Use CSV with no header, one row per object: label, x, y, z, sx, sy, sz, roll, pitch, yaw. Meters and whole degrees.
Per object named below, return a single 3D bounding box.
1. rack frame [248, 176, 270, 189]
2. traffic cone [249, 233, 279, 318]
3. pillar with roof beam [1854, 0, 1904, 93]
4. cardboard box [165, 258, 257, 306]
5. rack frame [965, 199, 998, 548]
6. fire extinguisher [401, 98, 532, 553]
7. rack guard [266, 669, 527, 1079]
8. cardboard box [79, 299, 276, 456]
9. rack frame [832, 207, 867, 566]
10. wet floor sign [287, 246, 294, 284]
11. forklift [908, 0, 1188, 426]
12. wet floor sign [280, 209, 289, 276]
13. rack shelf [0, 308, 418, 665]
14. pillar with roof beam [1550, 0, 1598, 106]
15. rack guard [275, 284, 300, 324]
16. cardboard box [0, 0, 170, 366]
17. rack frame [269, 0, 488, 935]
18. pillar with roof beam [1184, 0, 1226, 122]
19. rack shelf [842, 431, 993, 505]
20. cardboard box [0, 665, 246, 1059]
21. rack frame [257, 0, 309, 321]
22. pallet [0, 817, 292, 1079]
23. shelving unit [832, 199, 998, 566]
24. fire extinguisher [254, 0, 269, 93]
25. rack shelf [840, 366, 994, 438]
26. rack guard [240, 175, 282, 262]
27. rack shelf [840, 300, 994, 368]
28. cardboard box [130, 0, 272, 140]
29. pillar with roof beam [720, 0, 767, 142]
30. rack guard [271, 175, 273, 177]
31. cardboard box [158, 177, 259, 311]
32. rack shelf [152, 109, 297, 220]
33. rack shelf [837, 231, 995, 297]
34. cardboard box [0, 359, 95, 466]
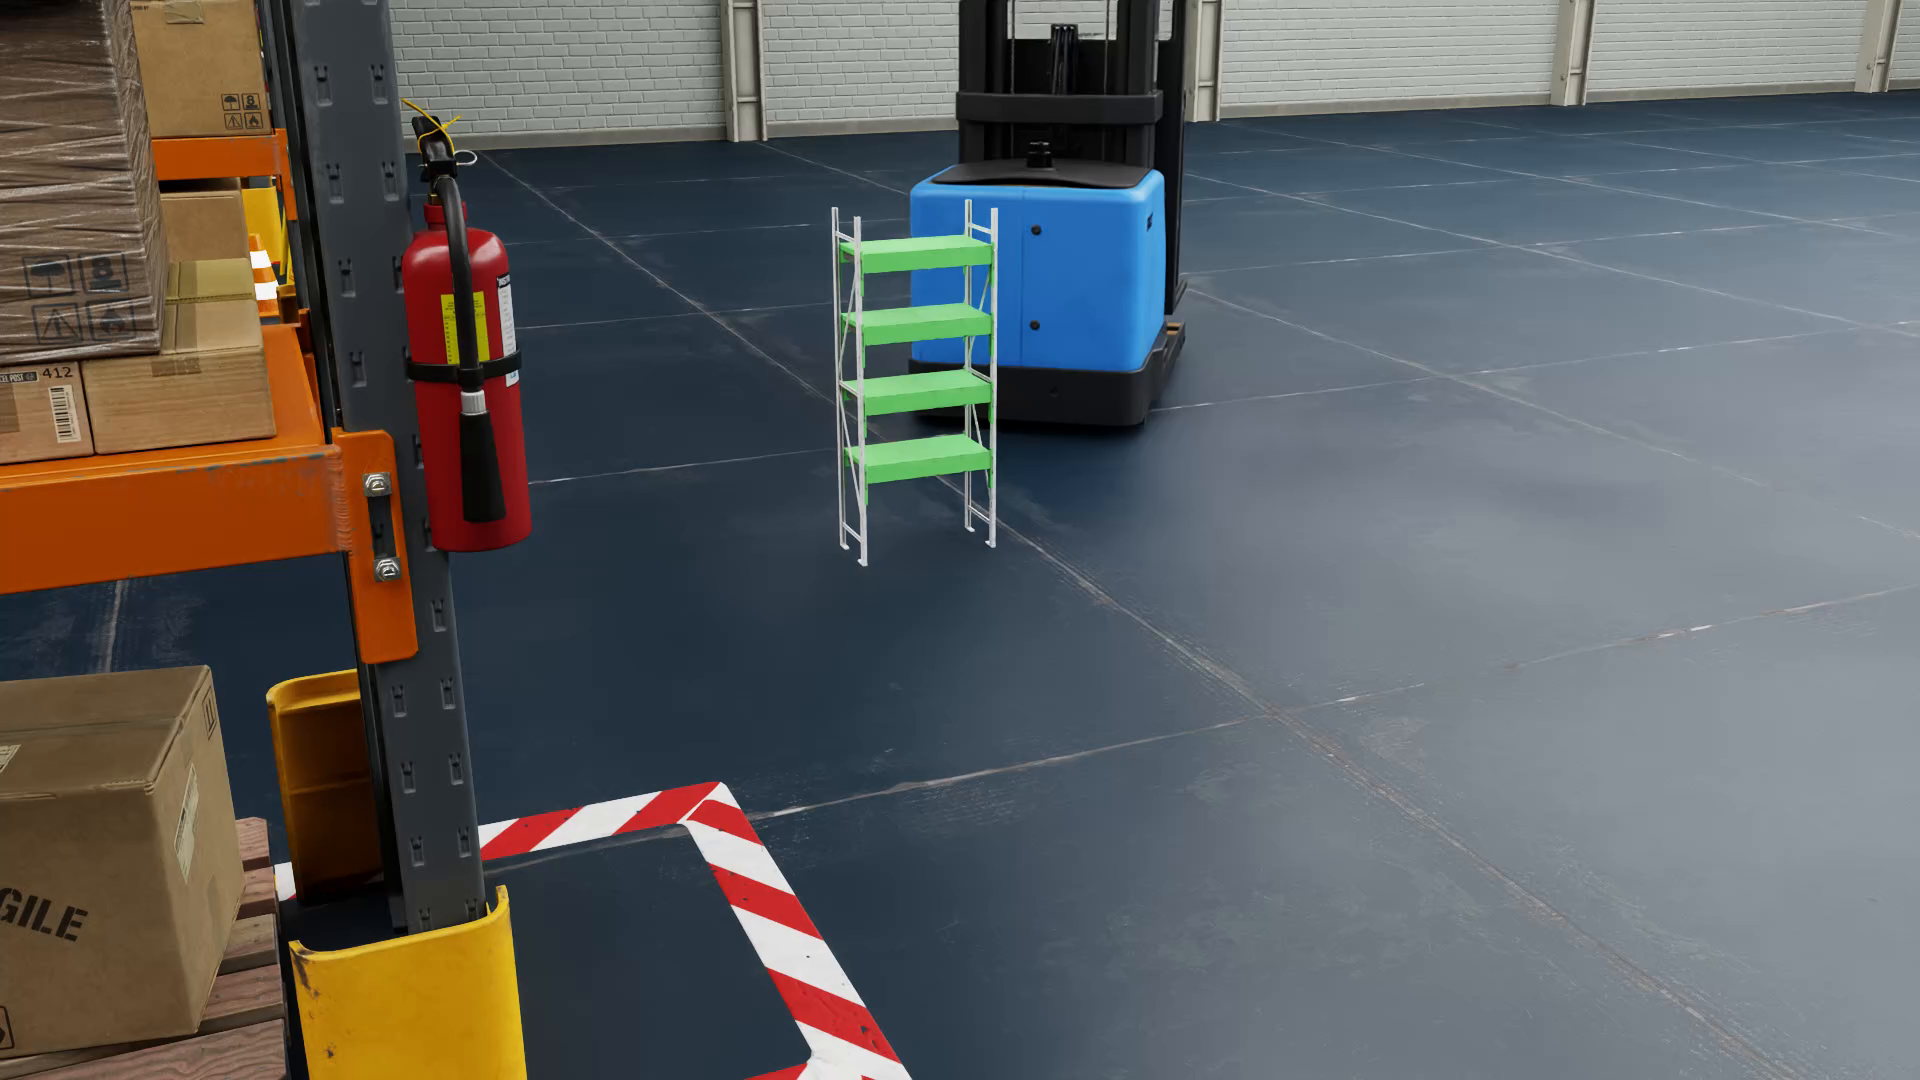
rack frame,-4.981,-3.508,11.467,0.127,3.000,1.000,-8,21,-22
traffic cone,-4.113,-1.567,9.776,0.334,0.463,0.336,-8,21,-22
pillar with roof beam,15.795,-9.878,20.527,0.400,9.000,9.100,-8,21,-22
cardboard box,-1.412,-0.402,3.026,0.250,0.149,0.380,-8,21,-22
rack frame,0.072,-0.576,5.852,0.015,1.200,0.240,-8,21,-22
fire extinguisher,-0.768,-0.324,2.541,0.183,0.674,0.296,-8,21,-22
rack guard,-1.126,0.704,3.271,0.348,0.500,1.175,-8,21,-22
cardboard box,-1.236,-0.267,2.641,0.250,0.149,0.380,-8,21,-22
rack frame,-0.376,-0.512,5.670,0.015,1.200,0.240,-8,21,-22
wet floor sign,-3.686,-1.508,9.335,0.232,0.644,0.267,-12,23,-31
forklift,0.587,-2.328,8.219,1.130,2.935,3.031,4,20,12
wet floor sign,-4.383,-2.096,11.003,0.232,0.644,0.267,-1,19,-3
rack shelf,-2.892,0.117,2.257,4.000,0.370,1.077,-8,21,-22
pillar with roof beam,10.286,-9.089,18.286,0.400,9.000,9.100,-8,21,-22
rack guard,-2.906,-0.835,7.642,0.348,0.500,1.175,-8,21,-22
cardboard box,-1.572,-0.609,2.637,0.500,0.500,0.875,-8,21,-22
rack frame,-1.056,-0.486,2.884,0.127,3.000,1.000,-8,21,-22
pillar with roof beam,4.776,-8.300,16.044,0.400,9.000,9.100,-8,21,-22
rack shelf,-0.152,-0.258,5.862,0.480,0.148,0.258,-8,21,-22
cardboard box,-1.636,0.572,3.011,0.500,0.500,0.500,-4,20,-12
rack frame,-2.928,-2.011,7.218,0.127,3.000,1.000,-8,21,-22
pallet,-1.886,0.936,3.046,1.213,0.211,1.003,-8,21,-22
shelving unit,-0.152,-0.544,5.761,0.503,1.200,0.258,-8,21,-22
fire extinguisher,-4.694,-3.346,11.124,0.183,0.674,0.296,-8,21,-22
rack shelf,-0.152,-0.484,5.782,0.480,0.148,0.258,-8,21,-22
rack guard,-5.051,-2.319,11.854,0.348,0.500,1.175,-8,21,-22
rack shelf,-0.152,-0.710,5.702,0.480,0.148,0.258,-8,21,-22
cardboard box,-3.251,-2.019,7.015,0.550,0.550,0.875,-8,21,-22
pillar with roof beam,-0.733,-7.510,13.802,0.400,9.000,9.100,-8,21,-22
rack guard,-6.929,-3.845,16.189,0.348,0.500,1.175,-8,21,-22
cardboard box,-3.524,-1.098,7.191,0.875,0.875,0.875,-8,21,-22
rack shelf,-4.764,-1.409,6.590,4.000,0.370,1.077,-8,21,-22
rack shelf,-0.152,-0.937,5.623,0.480,0.148,0.258,-8,21,-22
cardboard box,-1.466,-0.234,2.548,0.250,0.149,0.380,-8,21,-22
